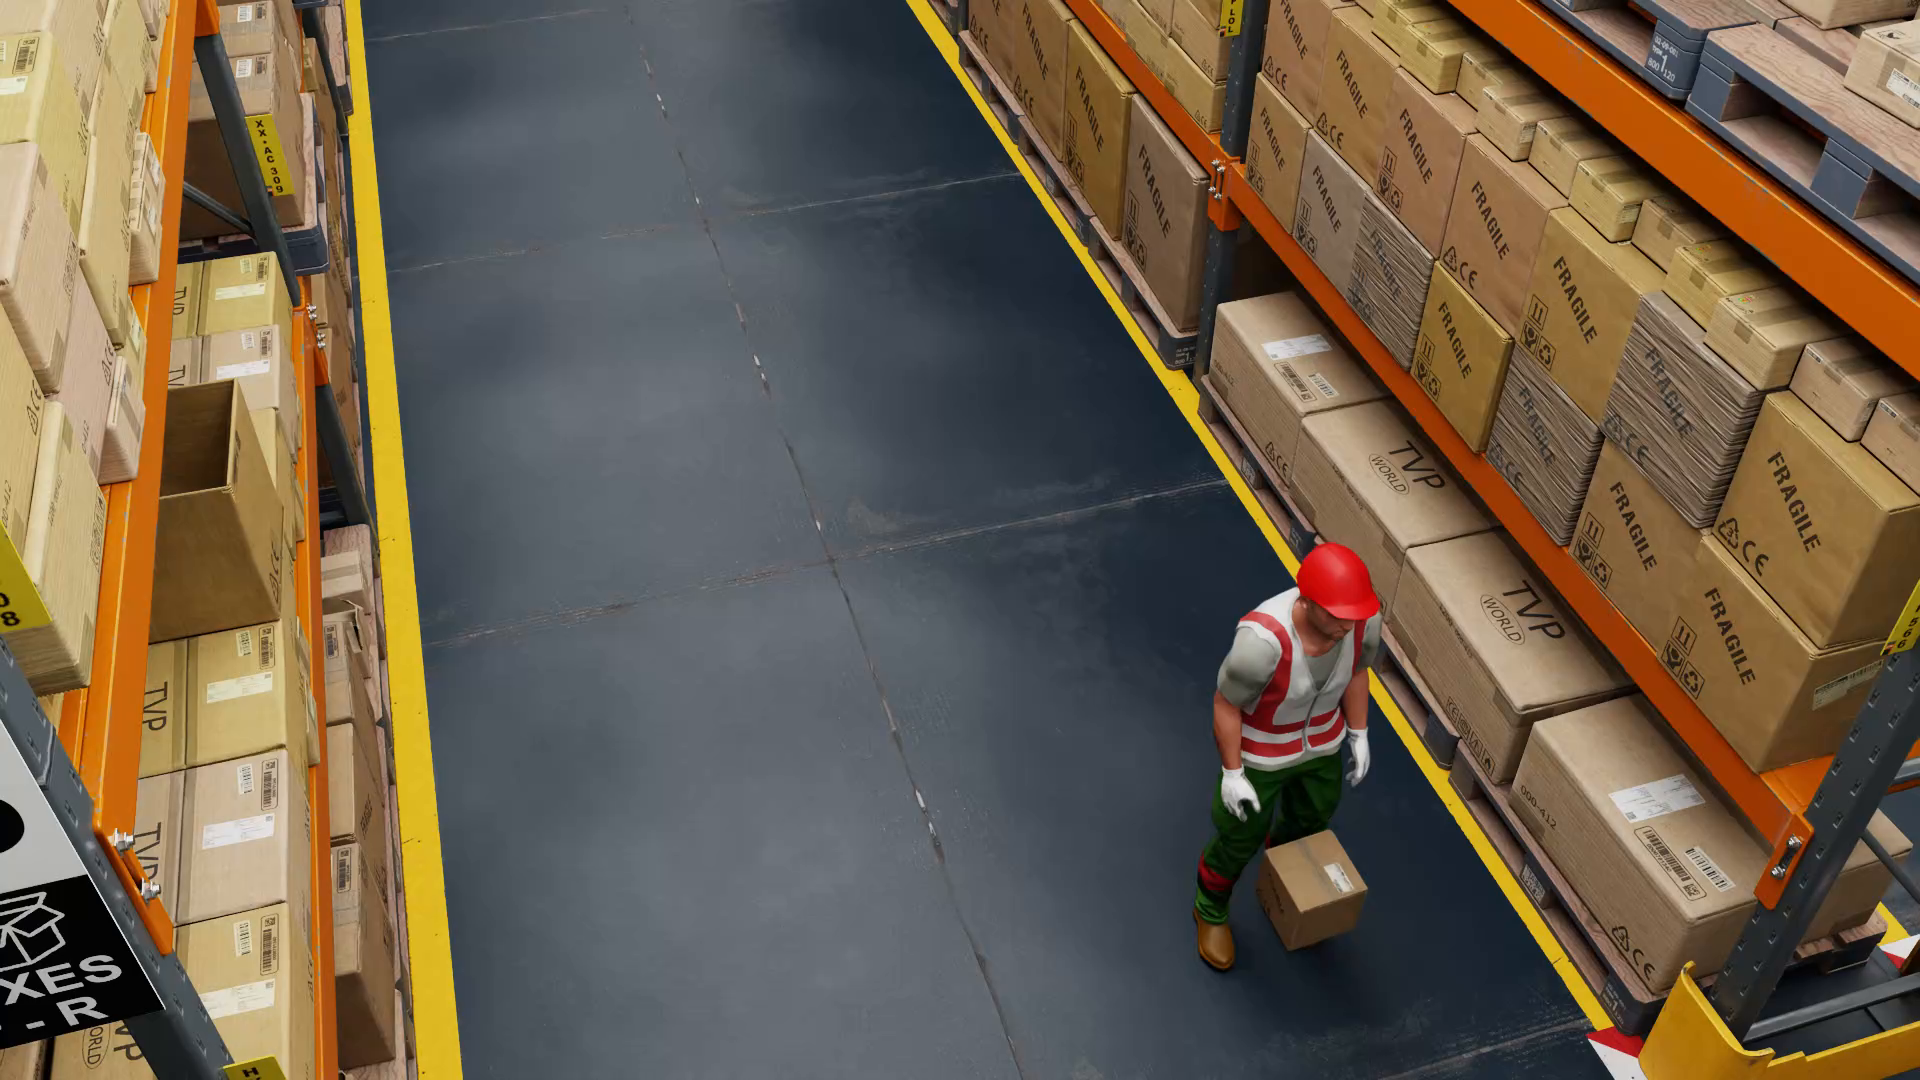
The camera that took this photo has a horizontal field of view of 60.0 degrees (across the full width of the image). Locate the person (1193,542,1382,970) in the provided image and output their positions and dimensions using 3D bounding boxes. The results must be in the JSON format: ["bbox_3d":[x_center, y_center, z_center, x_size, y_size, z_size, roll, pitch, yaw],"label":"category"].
[{"bbox_3d":[1.060,0.678,5.388,0.555,1.784,0.422,-14,44,-16],"label":"person"}]
